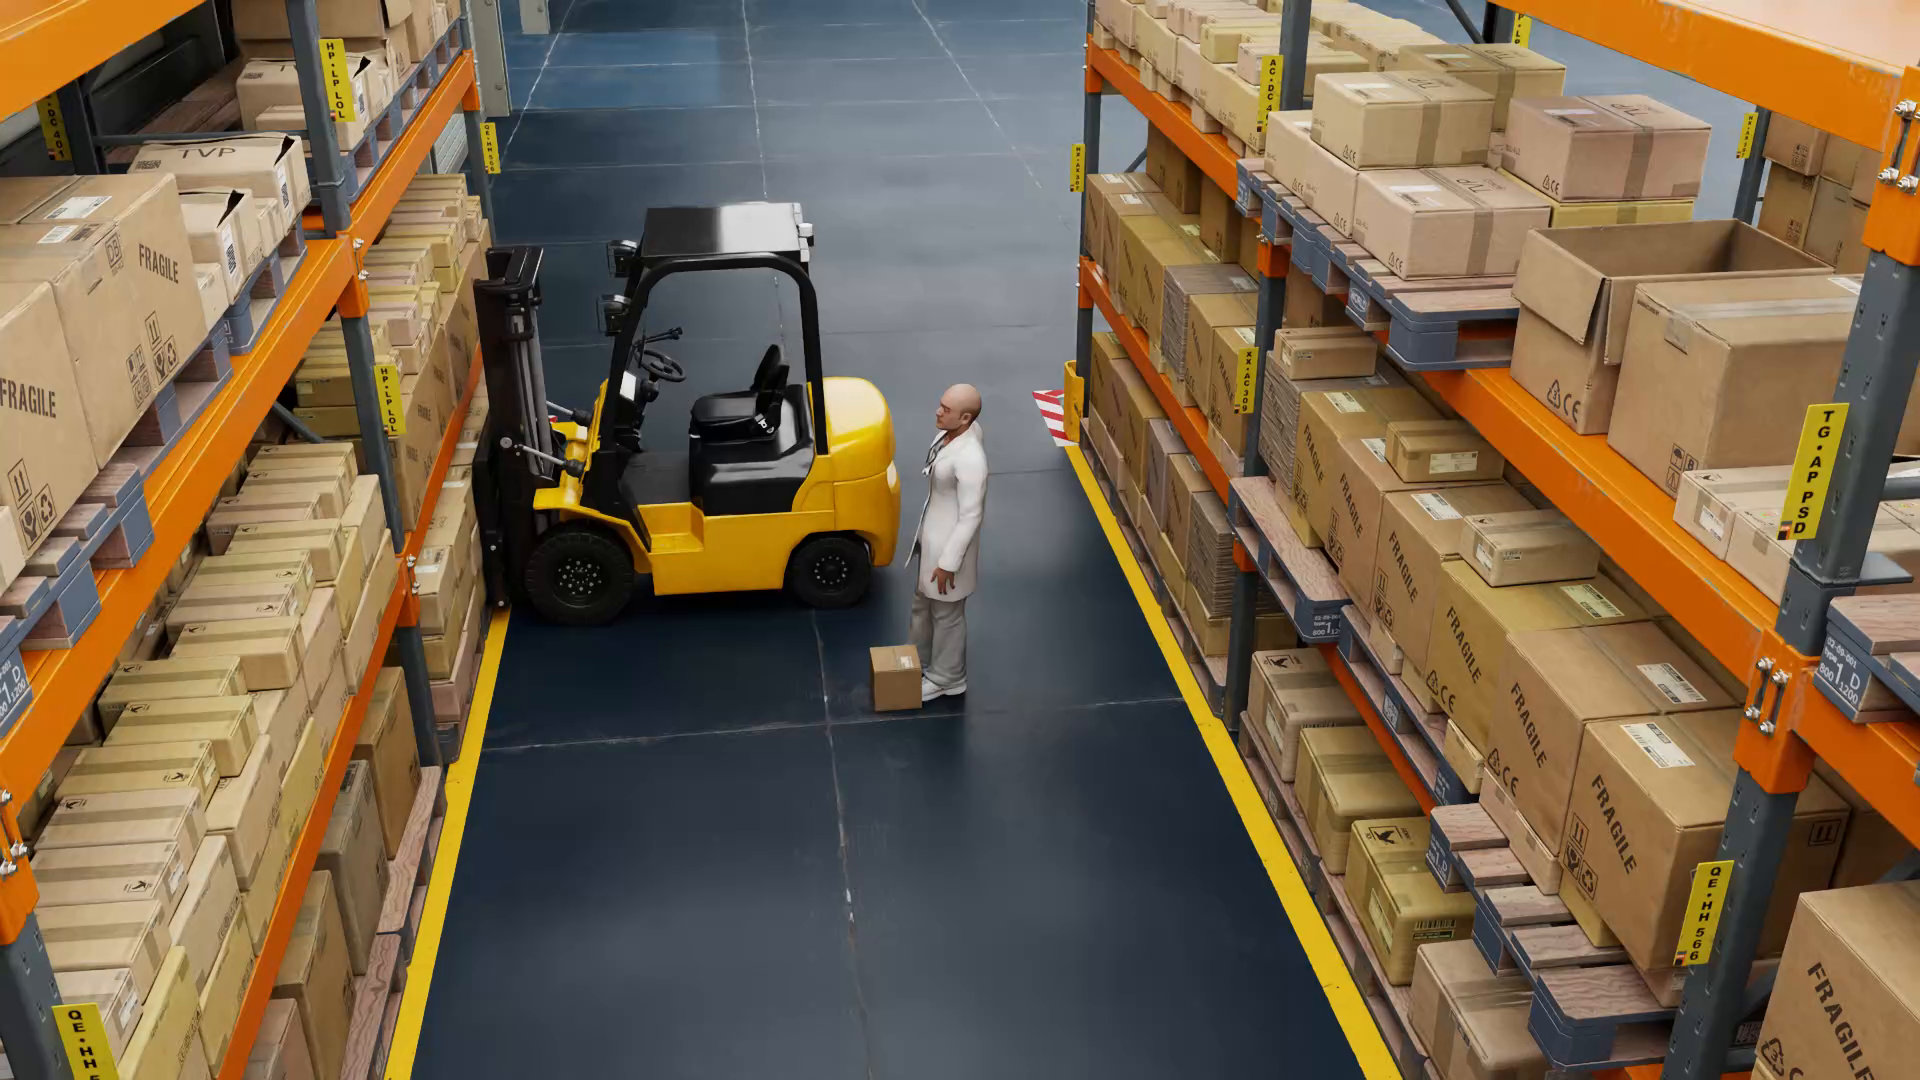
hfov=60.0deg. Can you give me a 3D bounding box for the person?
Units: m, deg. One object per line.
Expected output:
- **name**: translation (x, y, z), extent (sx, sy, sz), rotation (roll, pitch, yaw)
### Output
- **person**: translation (-0.156, 0.023, 8.568), extent (0.581, 1.776, 0.694), rotation (-4, 27, -7)
